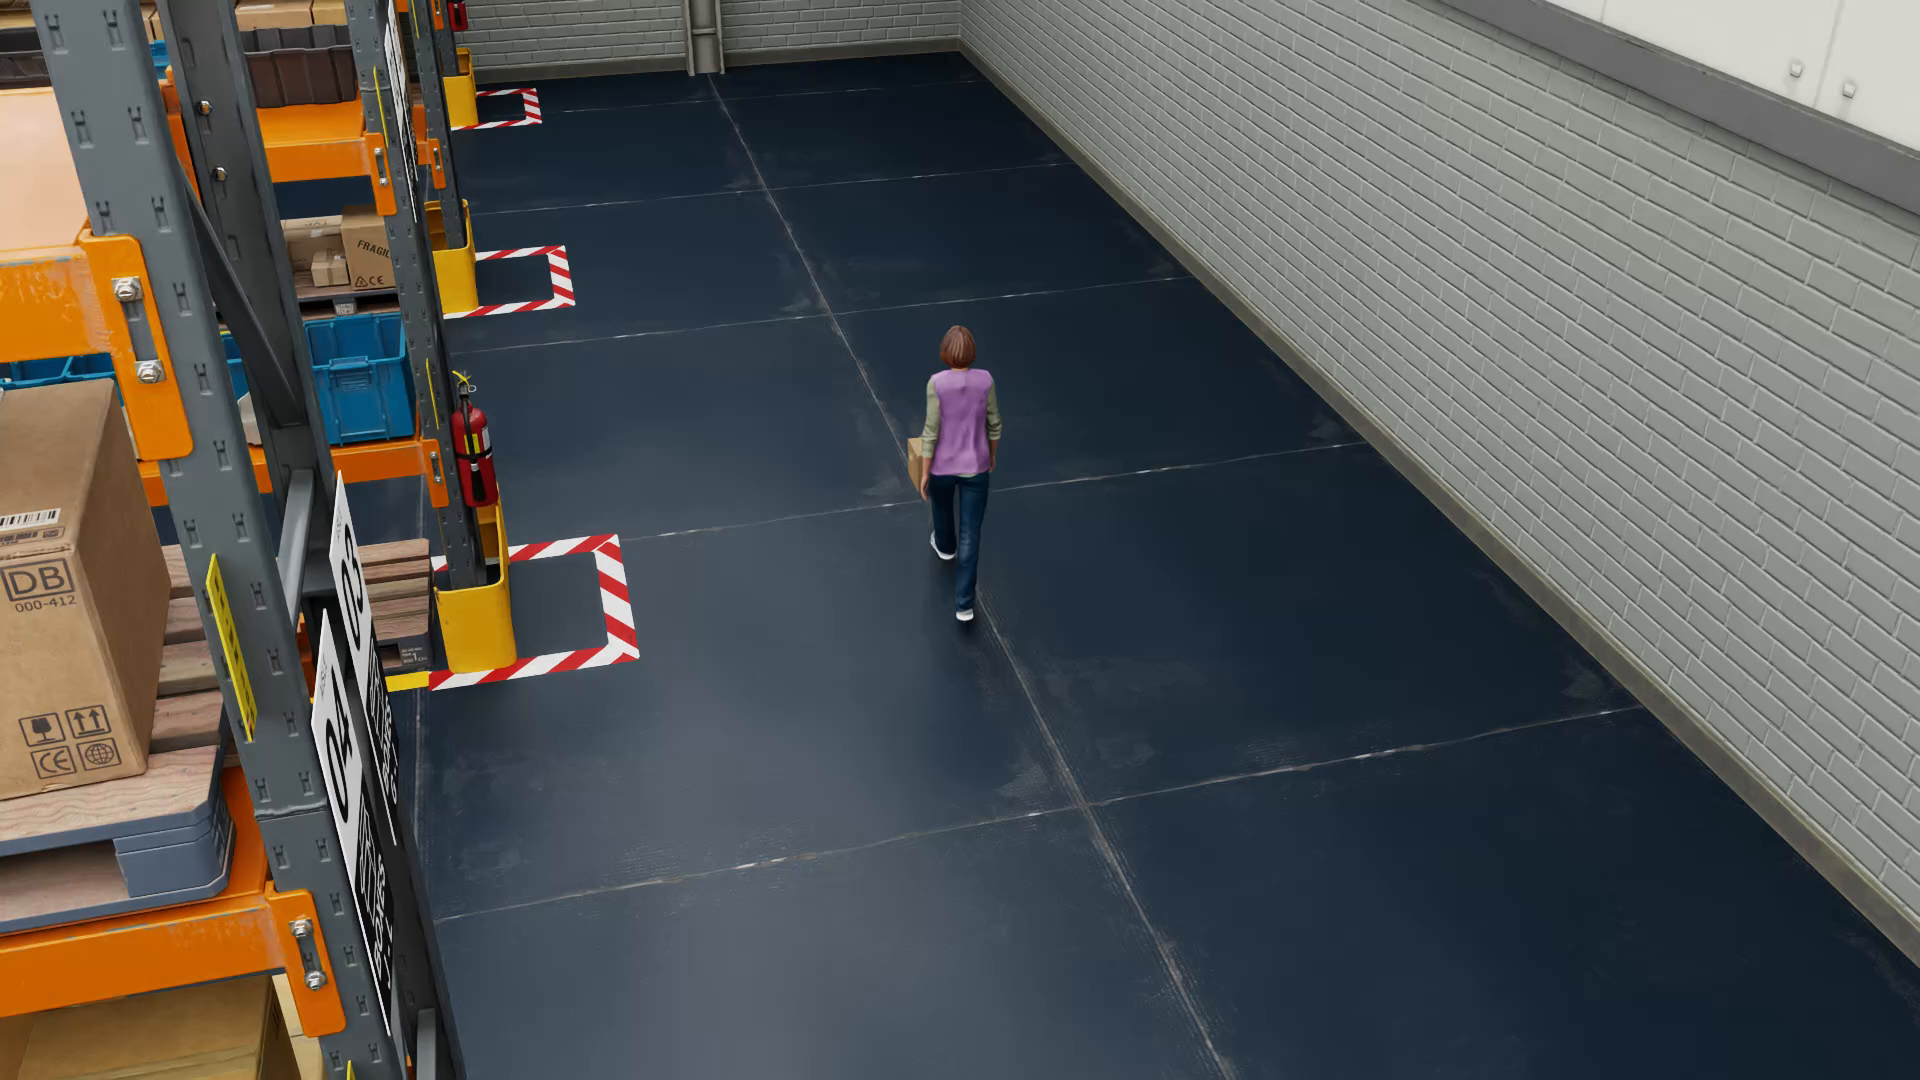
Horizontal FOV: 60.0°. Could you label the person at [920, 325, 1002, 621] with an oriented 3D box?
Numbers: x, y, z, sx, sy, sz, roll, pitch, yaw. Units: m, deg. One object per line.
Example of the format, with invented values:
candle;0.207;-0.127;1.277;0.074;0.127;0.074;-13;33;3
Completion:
person;0.004;-0.429;8.951;0.443;1.530;0.954;-1;31;-2
